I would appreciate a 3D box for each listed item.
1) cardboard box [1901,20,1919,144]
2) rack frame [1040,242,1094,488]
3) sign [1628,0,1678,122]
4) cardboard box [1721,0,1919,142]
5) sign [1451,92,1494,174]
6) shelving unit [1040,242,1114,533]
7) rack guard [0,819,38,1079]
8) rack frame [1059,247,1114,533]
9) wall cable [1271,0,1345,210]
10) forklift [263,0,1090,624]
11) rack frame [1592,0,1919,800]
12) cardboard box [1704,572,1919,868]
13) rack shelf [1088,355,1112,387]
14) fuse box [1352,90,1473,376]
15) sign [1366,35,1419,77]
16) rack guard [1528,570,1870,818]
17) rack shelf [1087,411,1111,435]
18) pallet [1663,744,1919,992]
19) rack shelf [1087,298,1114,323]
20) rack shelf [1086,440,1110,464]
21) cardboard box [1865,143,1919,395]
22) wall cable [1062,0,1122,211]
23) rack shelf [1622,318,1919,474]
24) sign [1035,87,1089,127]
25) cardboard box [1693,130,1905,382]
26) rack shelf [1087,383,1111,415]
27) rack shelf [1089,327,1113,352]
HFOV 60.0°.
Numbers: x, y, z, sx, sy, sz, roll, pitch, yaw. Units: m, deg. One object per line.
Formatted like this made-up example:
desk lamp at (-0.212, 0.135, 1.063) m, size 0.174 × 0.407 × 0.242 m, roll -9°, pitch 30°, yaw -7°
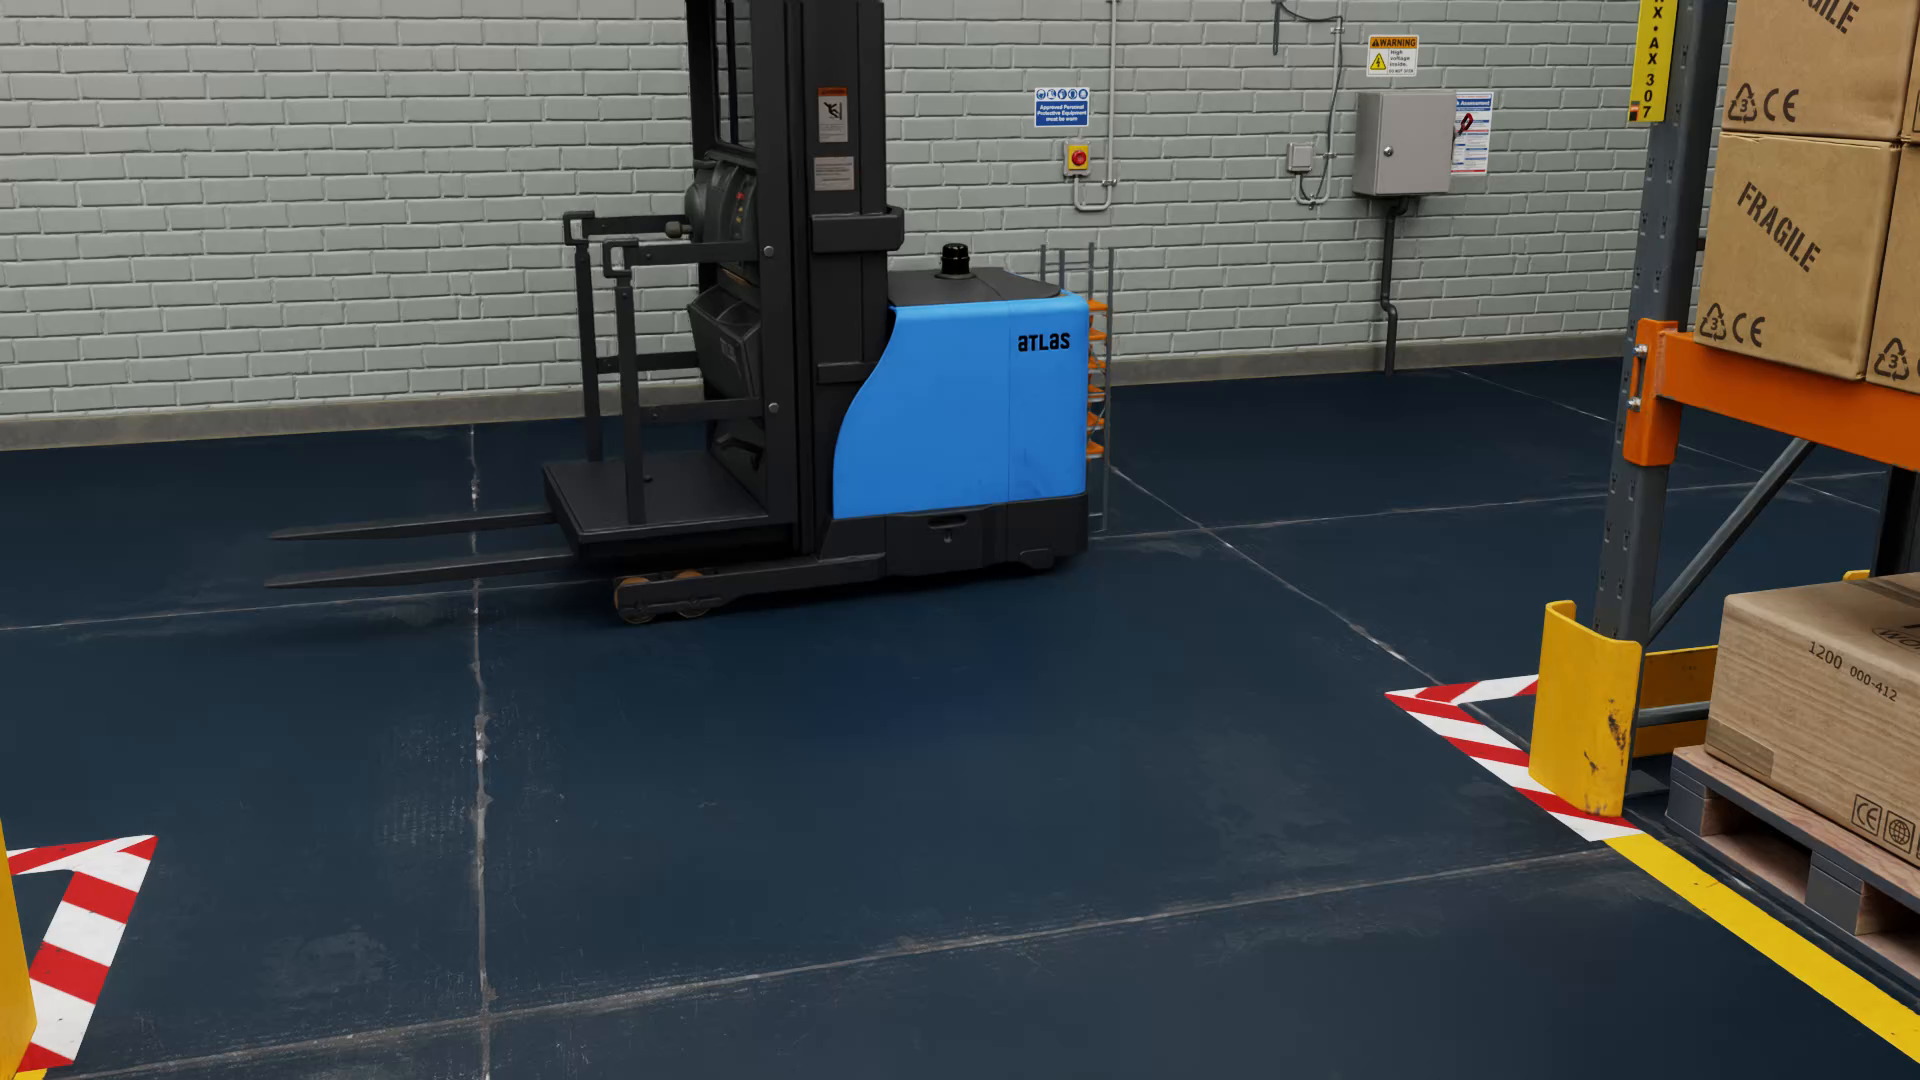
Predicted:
cardboard box at (2.225, -1.002, 3.162) m, size 0.500 × 0.500 × 0.500 m, roll -5°, pitch 17°, yaw -17°
rack frame at (0.443, -0.646, 7.018) m, size 0.240 × 1.200 × 0.006 m, roll -7°, pitch 18°, yaw -21°
sign at (1.683, -1.183, 4.035) m, size 0.100 × 0.325 × 0.005 m, roll -5°, pitch 17°, yaw -15°
cardboard box at (2.076, -1.145, 3.636) m, size 0.500 × 0.500 × 0.500 m, roll -5°, pitch 17°, yaw -16°
sign at (3.124, -2.507, 10.251) m, size 0.329 × 0.494 × 0.001 m, roll -5°, pitch 17°, yaw -15°
shelving unit at (0.476, -0.622, 6.937) m, size 0.258 × 1.200 × 0.189 m, roll -7°, pitch 18°, yaw -21°
rack guard at (-2.493, 0.864, 3.205) m, size 1.175 × 0.500 × 0.348 m, roll -5°, pitch 17°, yaw -15°
rack frame at (0.510, -0.597, 6.855) m, size 0.240 × 1.200 × 0.006 m, roll -7°, pitch 18°, yaw -21°
wall cable at (2.006, -2.933, 9.736) m, size 0.588 × 1.984 × 0.122 m, roll -5°, pitch 17°, yaw -15°
forklift at (-1.065, -1.275, 6.100) m, size 3.031 × 2.935 × 1.130 m, roll -6°, pitch 18°, yaw -19°
rack frame at (2.218, -0.773, 4.312) m, size 1.000 × 3.000 × 0.127 m, roll -5°, pitch 17°, yaw -15°
cardboard box at (2.496, 0.428, 4.038) m, size 0.875 × 0.438 × 0.875 m, roll -5°, pitch 18°, yaw -17°
rack shelf at (0.476, -0.694, 6.915) m, size 0.258 × 0.103 × 0.180 m, roll -7°, pitch 18°, yaw -21°
fuse box at (2.706, -1.840, 10.102) m, size 0.539 × 1.711 × 0.414 m, roll -5°, pitch 17°, yaw -15°
sign at (2.596, -2.905, 9.974) m, size 0.339 × 0.242 × 0.001 m, roll -5°, pitch 17°, yaw -15°
rack guard at (2.211, 0.417, 4.693) m, size 1.175 × 0.500 × 0.348 m, roll -5°, pitch 17°, yaw -15°
rack shelf at (0.476, -0.464, 6.984) m, size 0.258 × 0.103 × 0.180 m, roll -7°, pitch 18°, yaw -21°
pallet at (2.513, 0.777, 3.997) m, size 1.003 × 0.211 × 1.213 m, roll -5°, pitch 17°, yaw -15°
rack shelf at (0.476, -0.924, 6.846) m, size 0.258 × 0.103 × 0.180 m, roll -7°, pitch 18°, yaw -21°
rack shelf at (0.476, -0.349, 7.019) m, size 0.258 × 0.103 × 0.180 m, roll -7°, pitch 18°, yaw -21°
cardboard box at (2.240, -0.528, 3.321) m, size 0.500 × 0.500 × 0.500 m, roll -5°, pitch 17°, yaw -16°
wall cable at (0.646, -2.832, 9.347) m, size 0.585 × 1.953 × 0.123 m, roll -5°, pitch 17°, yaw -15°
rack shelf at (2.768, 0.125, 2.573) m, size 1.077 × 0.370 × 4.000 m, roll -5°, pitch 17°, yaw -15°
sign at (0.583, -2.473, 9.503) m, size 0.327 × 0.218 × 0.001 m, roll -5°, pitch 17°, yaw -15°
cardboard box at (2.074, -0.665, 3.780) m, size 0.500 × 0.500 × 0.500 m, roll -5°, pitch 17°, yaw -16°
rack shelf at (0.476, -0.579, 6.950) m, size 0.258 × 0.103 × 0.180 m, roll -7°, pitch 18°, yaw -21°
rack shelf at (0.476, -0.809, 6.881) m, size 0.258 × 0.103 × 0.180 m, roll -7°, pitch 18°, yaw -21°
